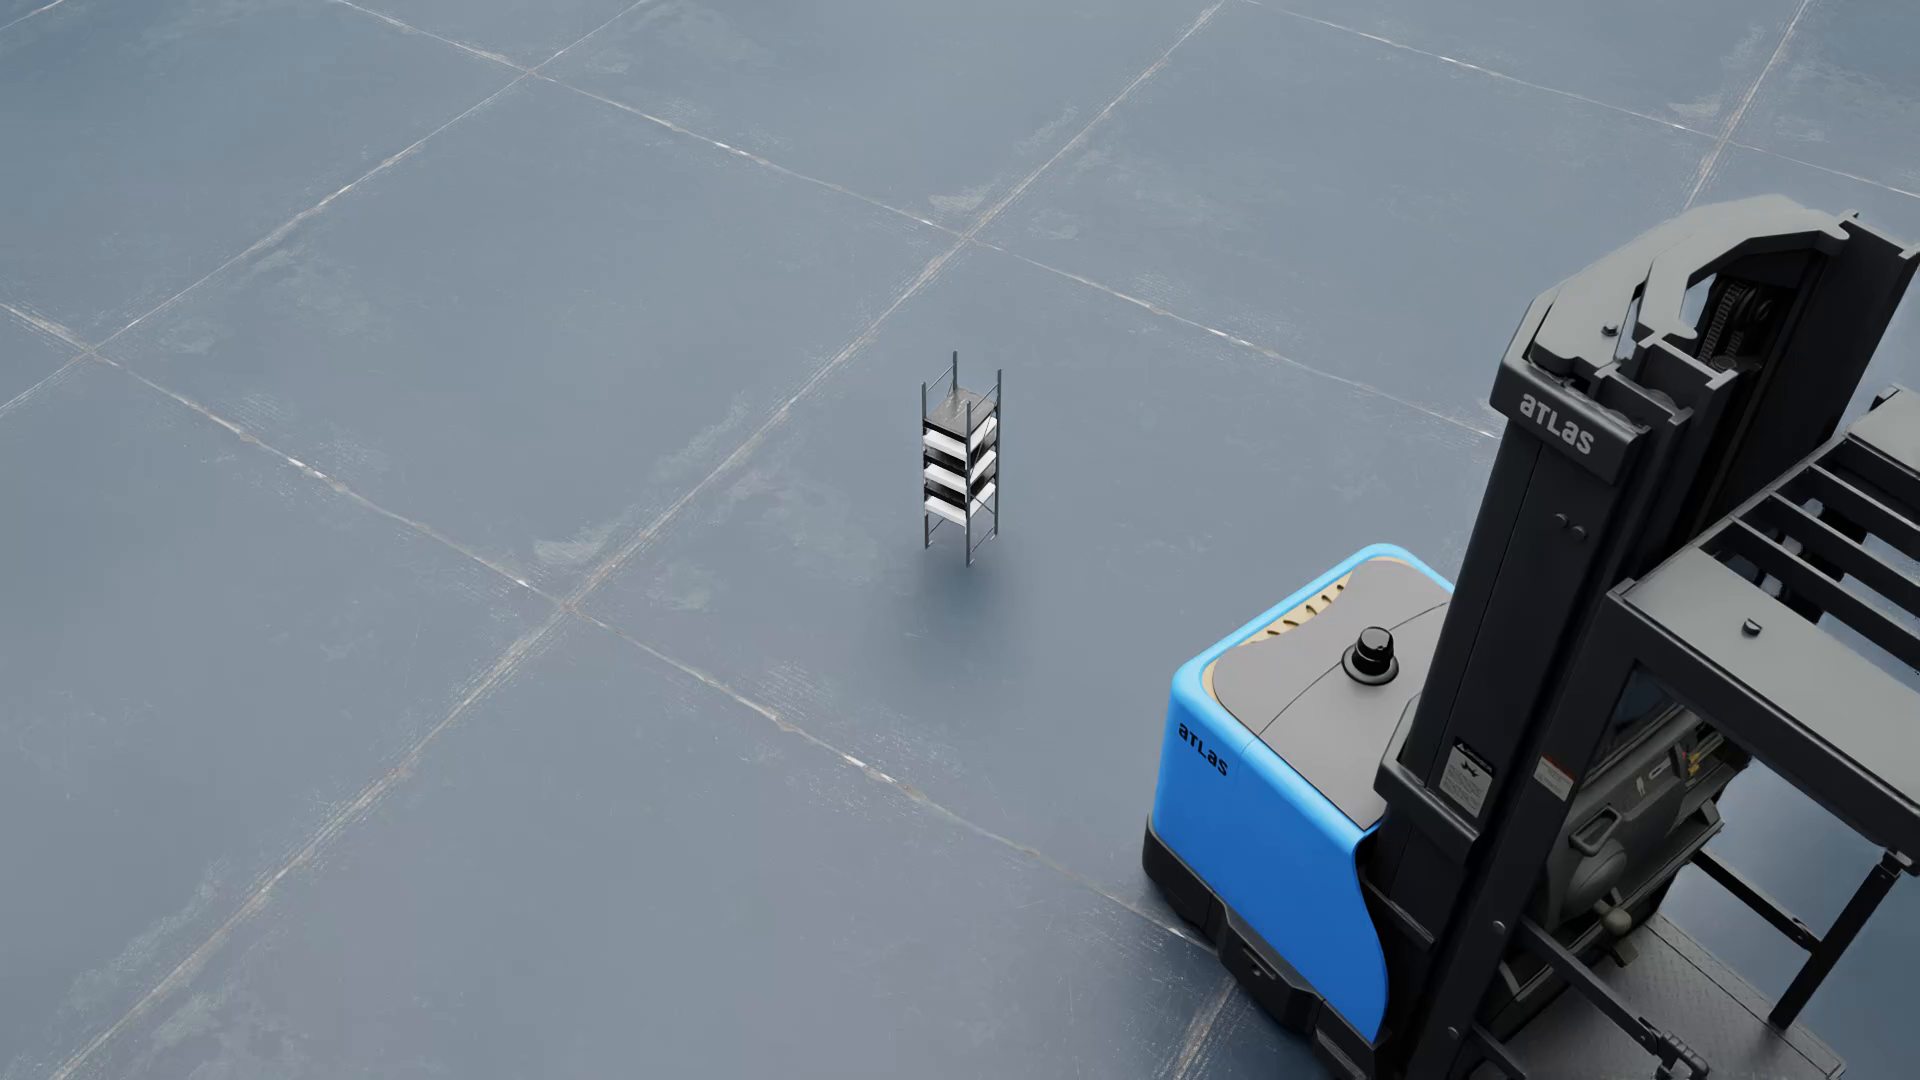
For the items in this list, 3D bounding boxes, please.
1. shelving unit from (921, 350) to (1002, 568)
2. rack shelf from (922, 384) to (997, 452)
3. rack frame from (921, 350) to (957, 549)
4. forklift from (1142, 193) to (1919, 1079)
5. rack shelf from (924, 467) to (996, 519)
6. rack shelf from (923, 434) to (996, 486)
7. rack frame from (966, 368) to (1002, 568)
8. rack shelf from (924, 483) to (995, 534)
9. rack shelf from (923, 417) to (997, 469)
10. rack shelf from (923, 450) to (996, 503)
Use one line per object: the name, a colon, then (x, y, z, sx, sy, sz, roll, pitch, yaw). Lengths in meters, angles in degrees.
shelving unit: (0.007, -0.310, 6.646, 0.210, 0.900, 0.258, 25, 51, 22)
rack shelf: (0.007, -0.475, 6.476, 0.200, 0.077, 0.258, 25, 51, 22)
rack frame: (-0.079, -0.350, 6.684, 0.006, 0.900, 0.240, 25, 51, 22)
forklift: (1.934, 0.759, 4.190, 1.130, 2.935, 3.031, -29, 53, -25)
rack shelf: (0.007, -0.225, 6.734, 0.200, 0.077, 0.258, 25, 51, 22)
rack shelf: (0.007, -0.350, 6.605, 0.200, 0.077, 0.258, 25, 51, 22)
rack frame: (0.092, -0.271, 6.608, 0.006, 0.900, 0.240, 25, 51, 22)
rack shelf: (0.007, -0.162, 6.799, 0.200, 0.077, 0.258, 25, 51, 22)
rack shelf: (0.007, -0.413, 6.541, 0.200, 0.077, 0.258, 25, 51, 22)
rack shelf: (0.007, -0.287, 6.670, 0.200, 0.077, 0.258, 25, 51, 22)
